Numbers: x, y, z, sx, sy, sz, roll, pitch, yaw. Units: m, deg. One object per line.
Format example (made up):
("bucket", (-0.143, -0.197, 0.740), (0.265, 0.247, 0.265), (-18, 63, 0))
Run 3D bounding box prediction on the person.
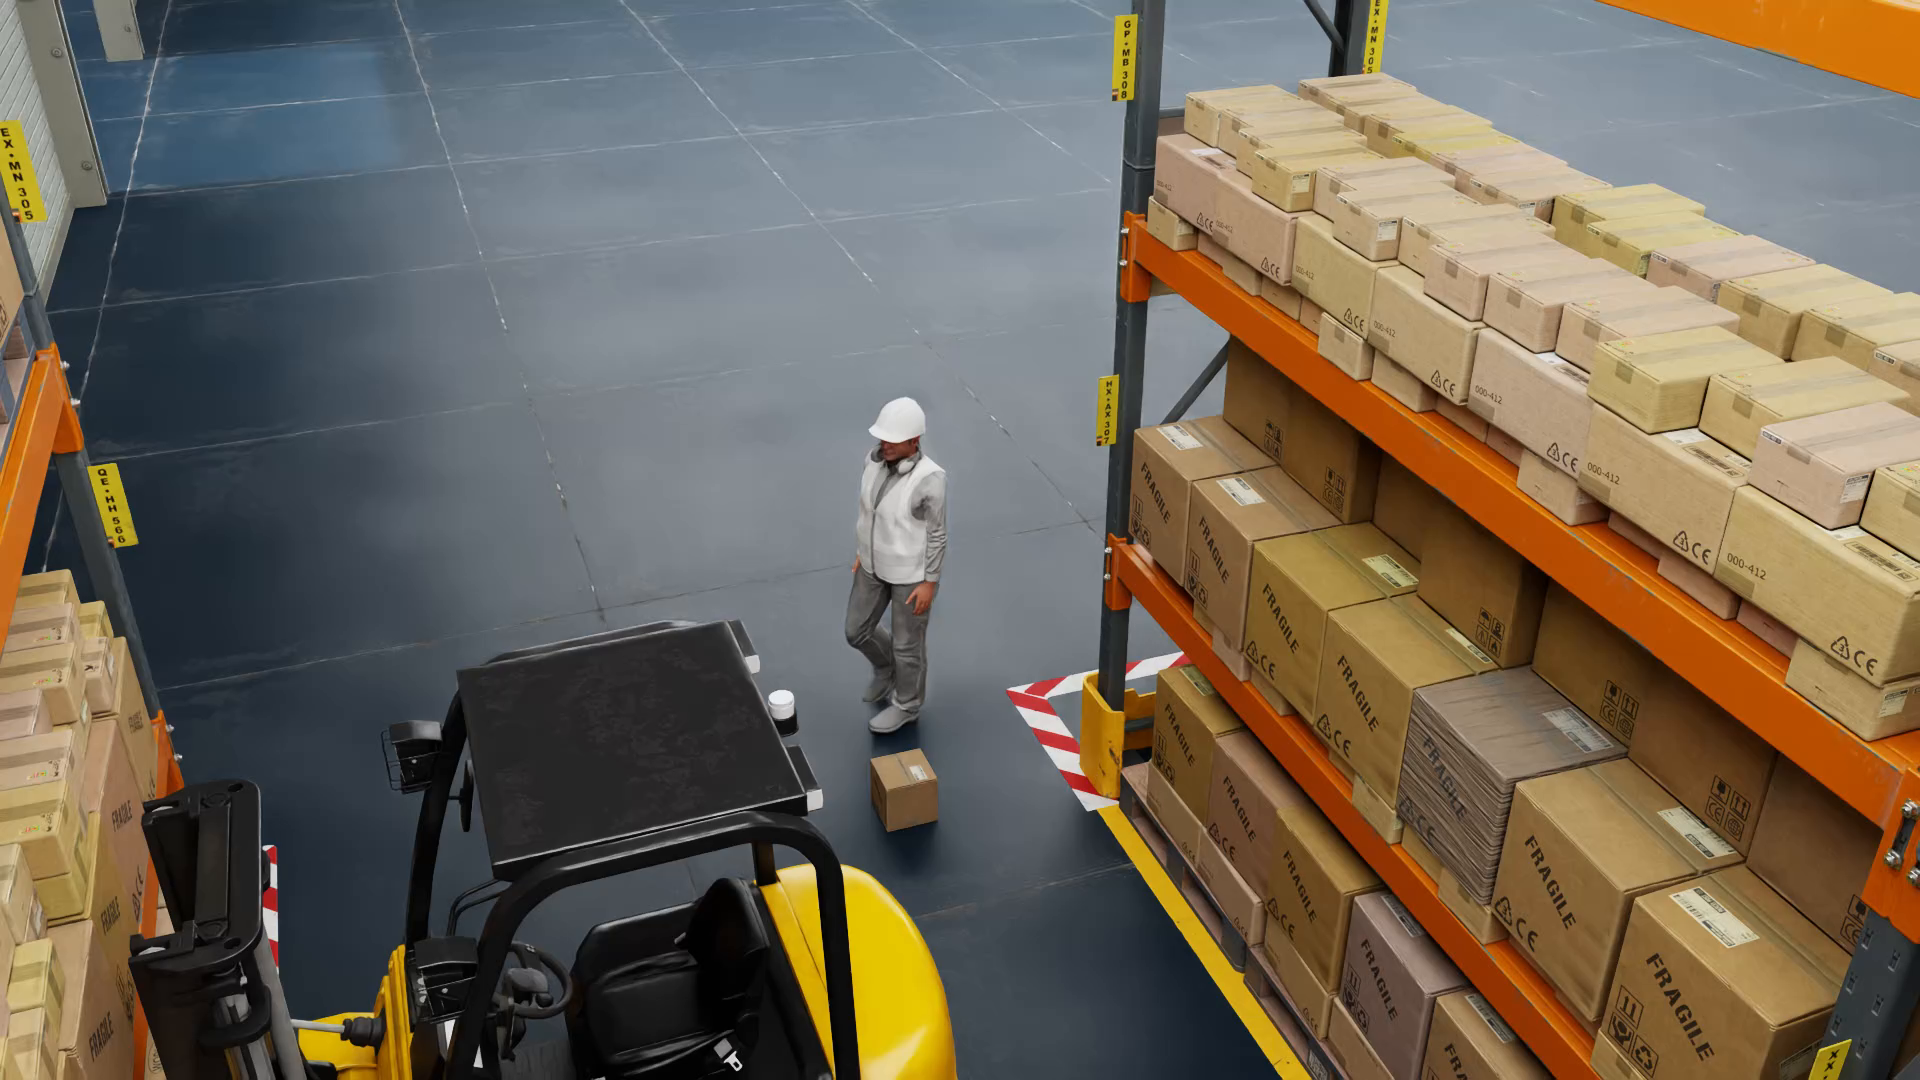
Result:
("person", (-0.314, 0.147, 8.078), (0.558, 1.812, 0.425), (26, 38, 37))
